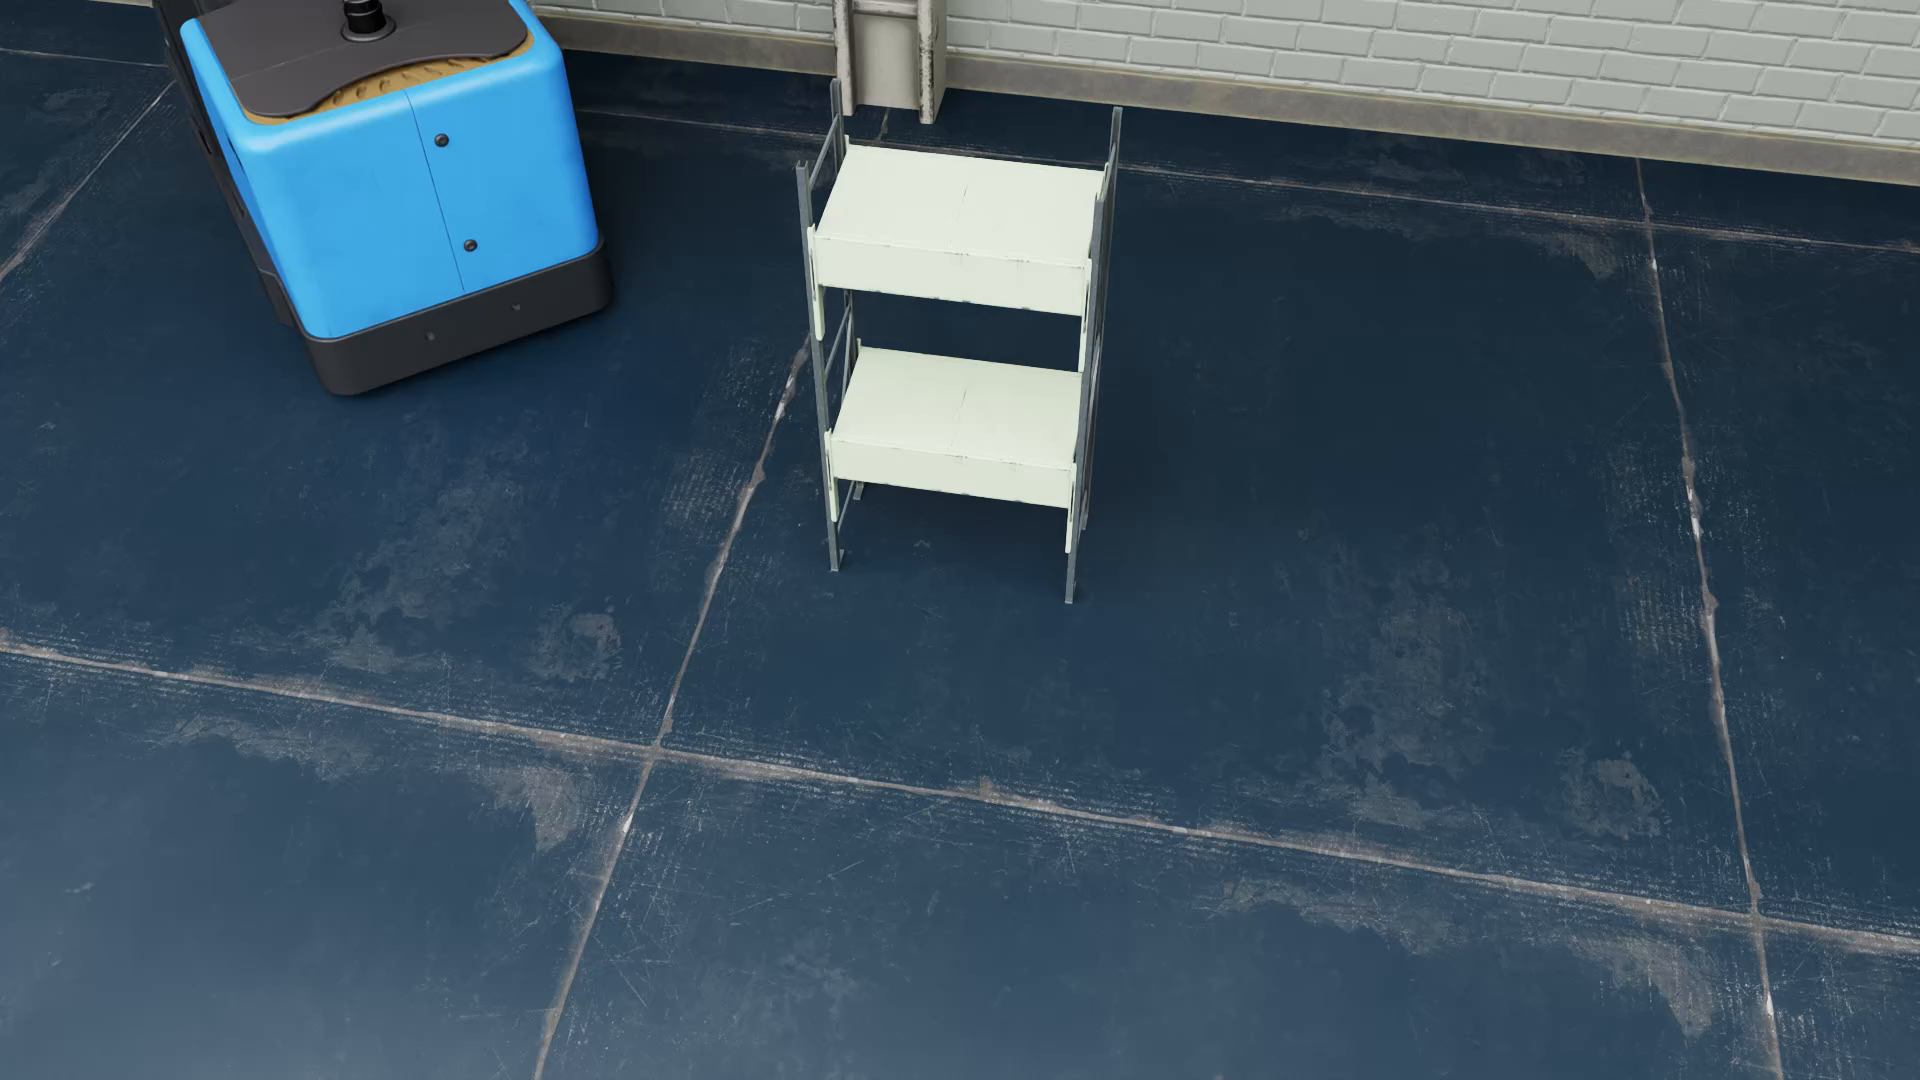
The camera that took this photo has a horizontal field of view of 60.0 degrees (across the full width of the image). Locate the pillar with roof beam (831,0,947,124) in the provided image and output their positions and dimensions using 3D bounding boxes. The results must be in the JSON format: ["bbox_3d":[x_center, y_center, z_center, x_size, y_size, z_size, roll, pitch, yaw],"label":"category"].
[{"bbox_3d":[-1.042,-1.689,0.718,0.400,9.000,9.100,8,49,7],"label":"pillar with roof beam"}]

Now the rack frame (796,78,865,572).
[{"bbox_3d":[-0.354,-0.549,4.735,0.023,1.500,0.400,8,49,7],"label":"rack frame"}]

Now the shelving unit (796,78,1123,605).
[{"bbox_3d":[0.007,-0.500,4.691,0.755,1.500,0.431,8,49,7],"label":"shelving unit"}]

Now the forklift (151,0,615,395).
[{"bbox_3d":[-2.408,-2.558,5.578,1.130,2.935,3.031,-23,52,-20],"label":"forklift"}]

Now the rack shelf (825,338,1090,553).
[{"bbox_3d":[0.007,-0.283,4.934,0.720,0.370,0.431,8,49,7],"label":"rack shelf"}]

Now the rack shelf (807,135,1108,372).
[{"bbox_3d":[0.007,-0.761,4.401,0.720,0.370,0.431,8,49,7],"label":"rack shelf"}]

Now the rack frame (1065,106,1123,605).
[{"bbox_3d":[0.367,-0.452,4.648,0.023,1.500,0.400,8,49,7],"label":"rack frame"}]
